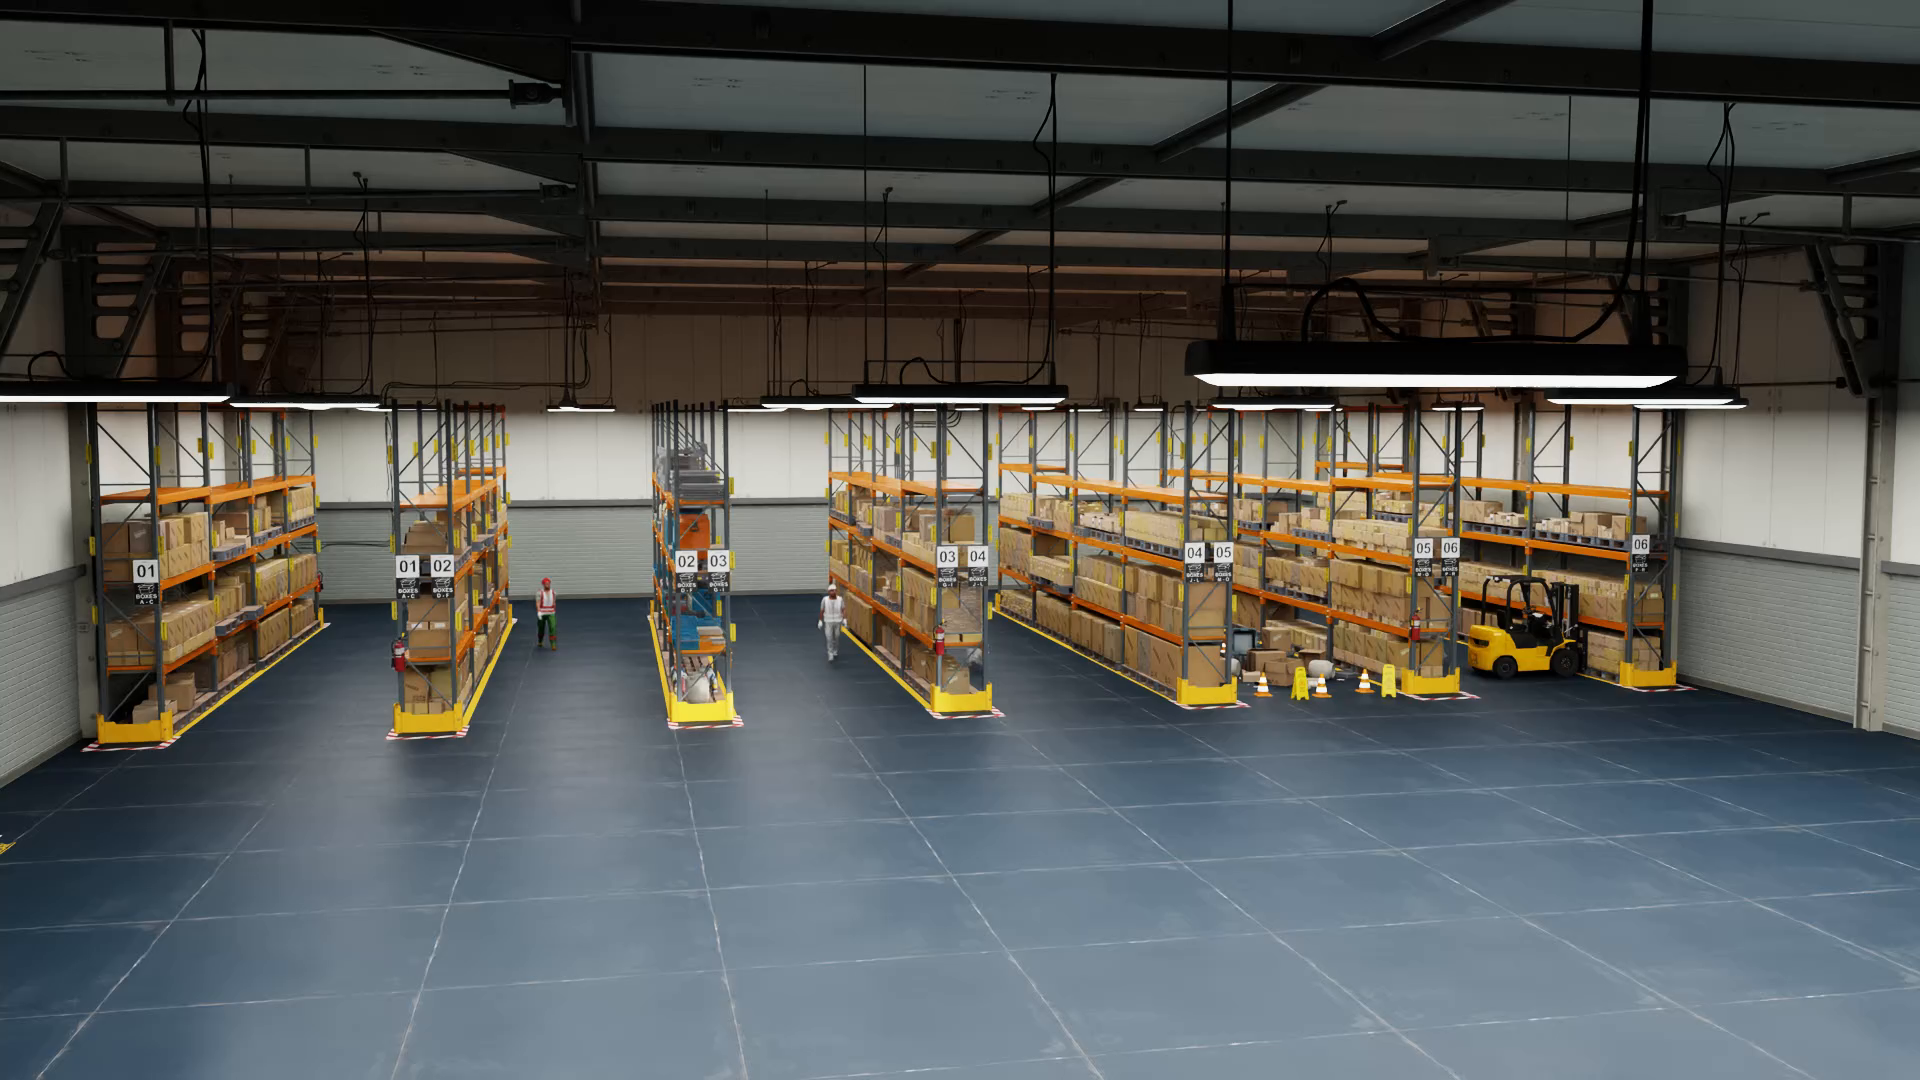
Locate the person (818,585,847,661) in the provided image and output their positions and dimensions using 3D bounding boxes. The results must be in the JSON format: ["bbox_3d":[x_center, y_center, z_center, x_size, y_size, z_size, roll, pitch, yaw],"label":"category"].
[{"bbox_3d":[-2.968,1.904,38.821,0.643,1.719,1.039,-1,4,-11],"label":"person"}]

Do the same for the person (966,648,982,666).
[{"bbox_3d":[0.307,2.003,37.755,0.583,1.748,0.559,2,5,23],"label":"person"}]

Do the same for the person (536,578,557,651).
[{"bbox_3d":[-10.037,1.794,40.371,0.507,1.743,1.071,-2,5,-22],"label":"person"}]

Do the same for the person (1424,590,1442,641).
[{"bbox_3d":[11.020,1.992,38.570,0.518,1.703,0.367,-3,5,-37],"label":"person"}]
